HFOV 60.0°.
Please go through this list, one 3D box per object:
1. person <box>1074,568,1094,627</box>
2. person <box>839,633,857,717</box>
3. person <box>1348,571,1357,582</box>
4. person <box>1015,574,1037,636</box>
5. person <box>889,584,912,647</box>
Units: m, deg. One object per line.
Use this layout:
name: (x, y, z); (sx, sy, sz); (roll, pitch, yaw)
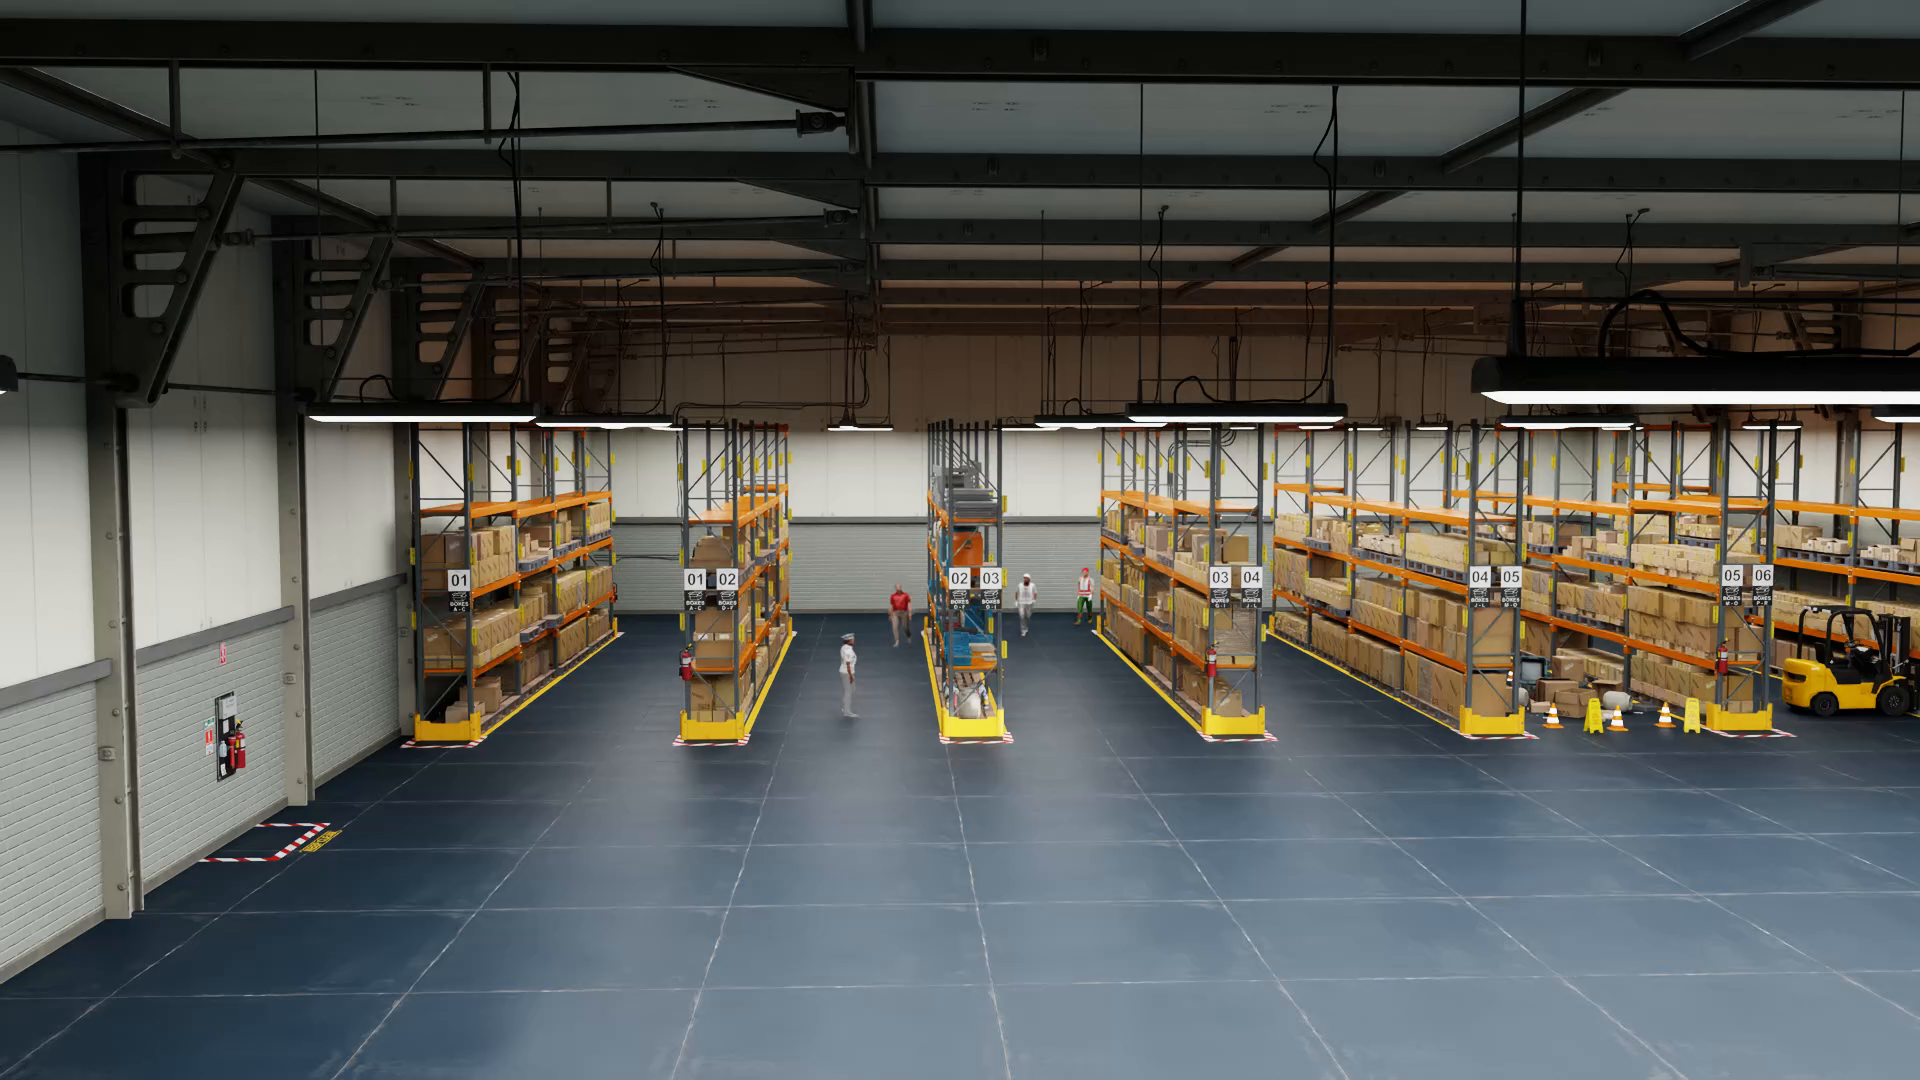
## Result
person: (3.712, 1.686, 49.362); (0.537, 1.731, 1.105); (1, 4, 15)
person: (-2.273, 2.764, 33.736); (0.348, 1.753, 0.533); (-1, 4, -8)
person: (11.315, 1.743, 48.304); (1.071, 1.705, 0.668); (2, 4, 25)
person: (1.888, 1.856, 47.365); (0.621, 1.808, 0.878); (0, 4, -4)
person: (-1.574, 1.995, 44.241); (0.612, 1.665, 0.807); (1, 4, 12)
